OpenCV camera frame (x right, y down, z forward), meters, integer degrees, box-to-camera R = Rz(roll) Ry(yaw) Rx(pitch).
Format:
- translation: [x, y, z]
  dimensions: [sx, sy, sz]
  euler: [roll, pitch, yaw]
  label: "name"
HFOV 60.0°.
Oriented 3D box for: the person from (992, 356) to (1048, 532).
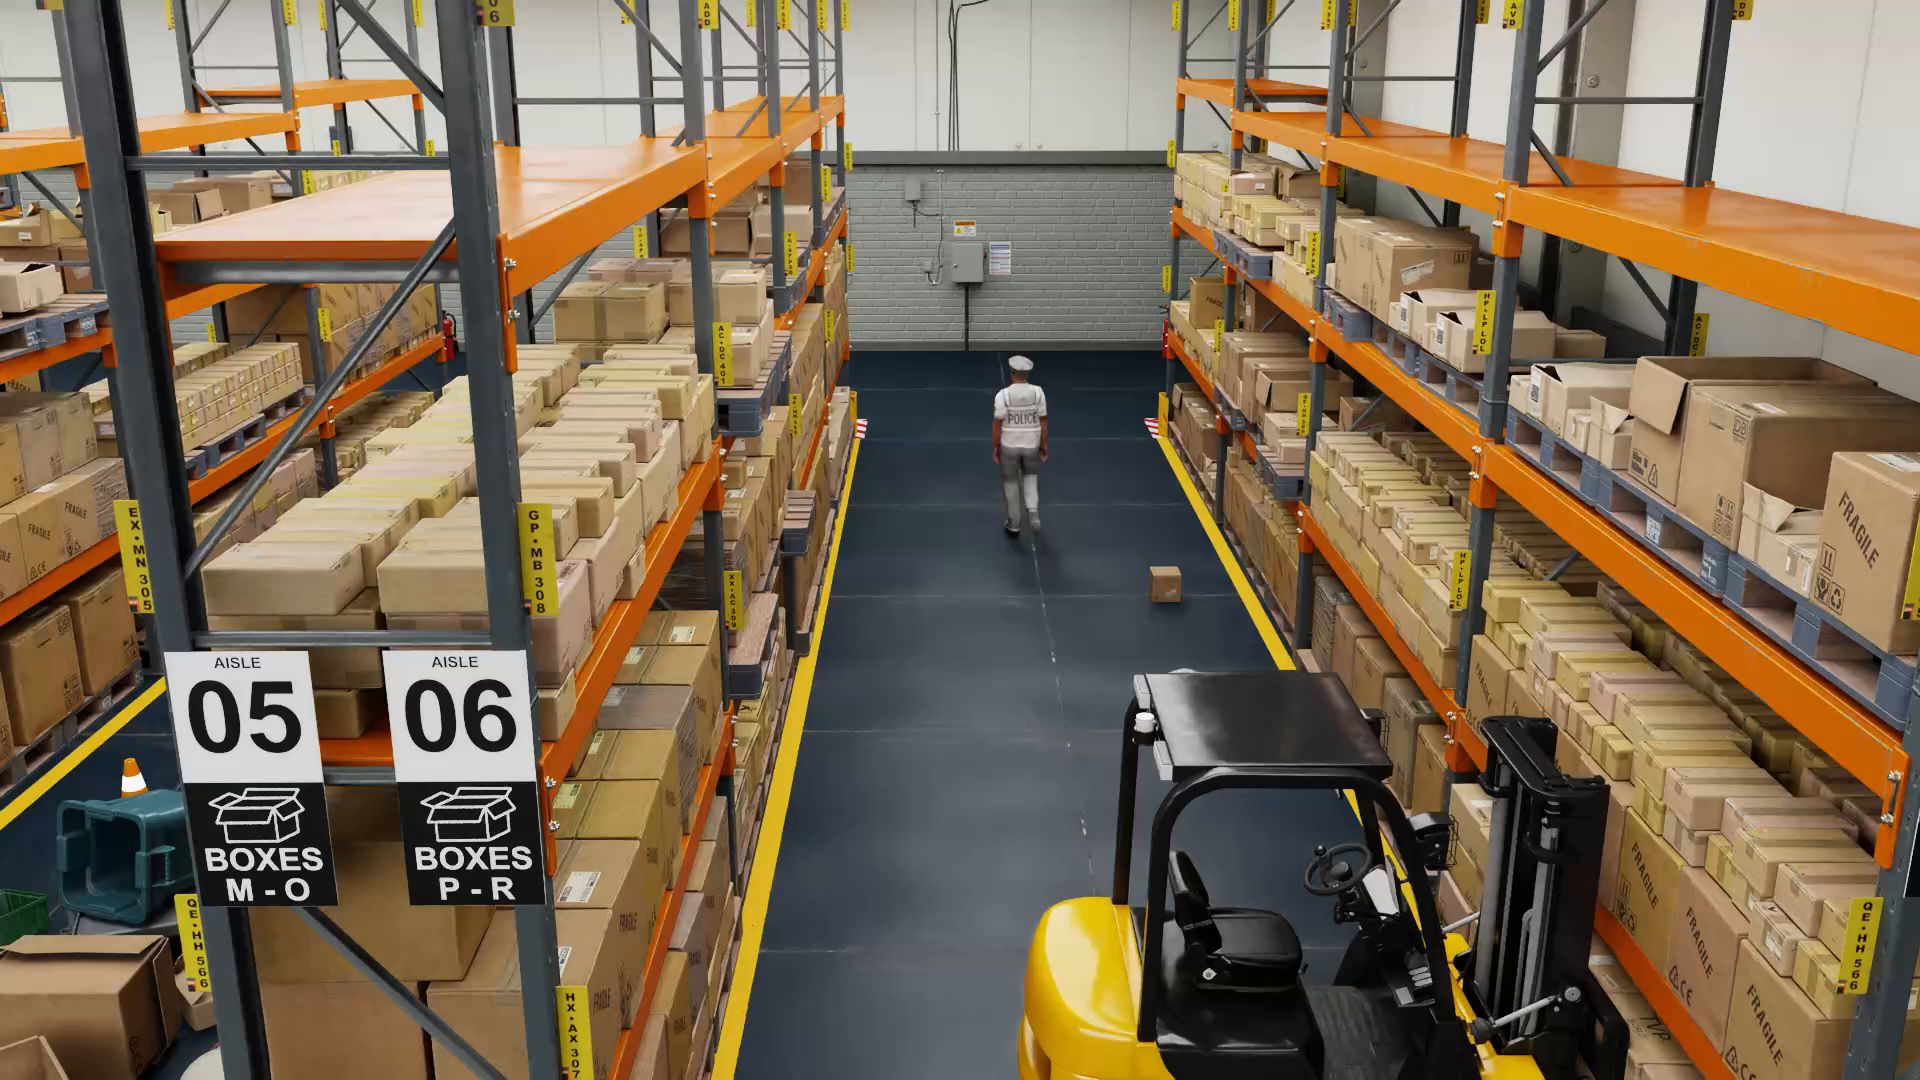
- translation: [0.586, -0.945, 16.514]
  dimensions: [0.563, 1.785, 0.476]
  euler: [-4, 17, -13]
  label: "person"
